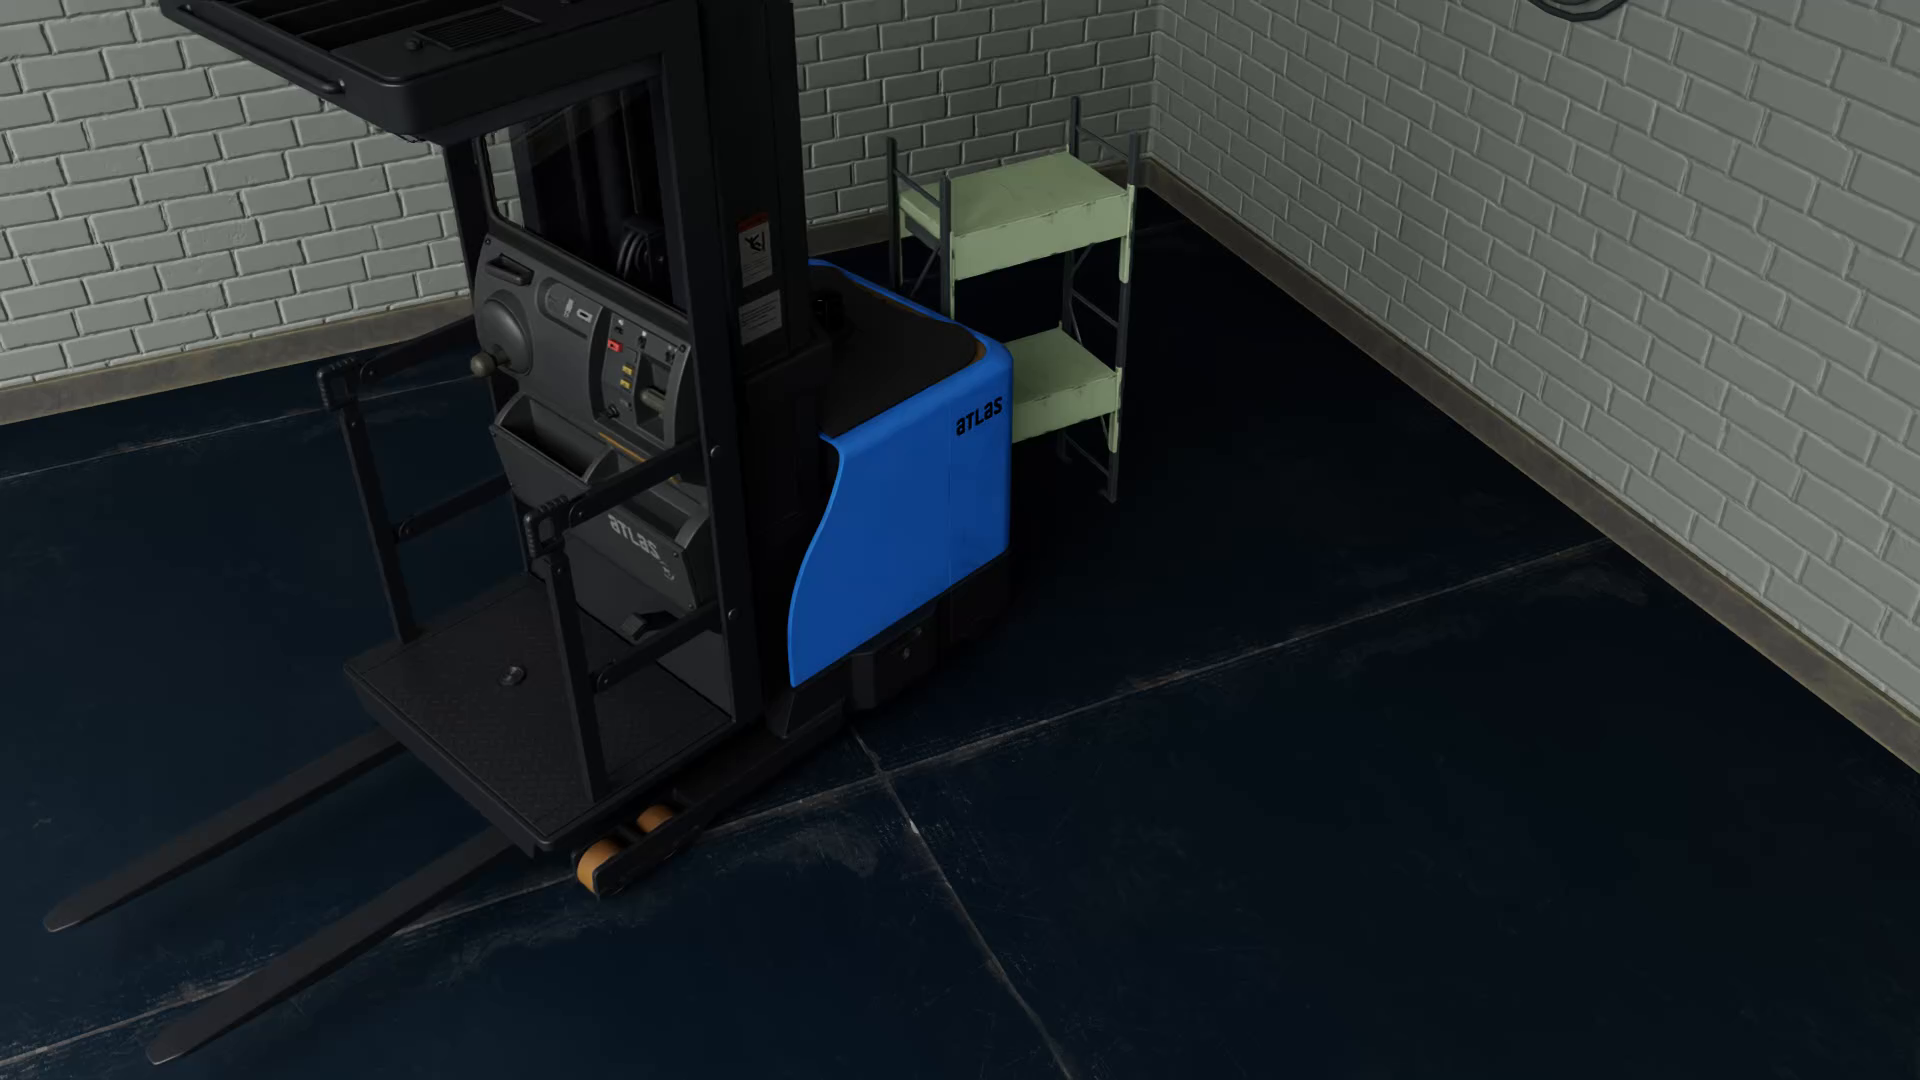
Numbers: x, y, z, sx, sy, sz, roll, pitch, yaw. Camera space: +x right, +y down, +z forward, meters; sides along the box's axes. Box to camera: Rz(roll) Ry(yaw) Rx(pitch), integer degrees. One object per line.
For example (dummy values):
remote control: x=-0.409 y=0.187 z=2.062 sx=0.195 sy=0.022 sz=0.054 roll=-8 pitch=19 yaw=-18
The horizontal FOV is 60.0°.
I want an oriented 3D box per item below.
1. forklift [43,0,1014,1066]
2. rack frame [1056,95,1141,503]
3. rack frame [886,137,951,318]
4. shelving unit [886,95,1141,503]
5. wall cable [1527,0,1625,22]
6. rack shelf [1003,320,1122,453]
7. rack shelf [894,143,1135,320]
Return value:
forklift: x=-1.193 y=-0.486 z=4.445 sx=1.130 sy=2.935 sz=3.031 roll=30 pitch=46 yaw=34
rack frame: x=0.497 y=-0.852 z=6.140 sx=0.023 sy=1.500 sz=0.400 roll=-19 pitch=41 yaw=-24
rack frame: x=-0.138 y=-0.635 z=5.847 sx=0.023 sy=1.500 sz=0.400 roll=-19 pitch=41 yaw=-24
shelving unit: x=0.180 y=-0.743 z=5.993 sx=0.755 sy=1.500 sz=0.431 roll=-19 pitch=41 yaw=-24
wall cable: x=1.572 y=-3.446 z=5.948 sx=0.112 sy=2.526 sz=3.097 roll=-16 pitch=39 yaw=-20
rack shelf: x=0.180 y=-0.482 z=6.187 sx=0.720 sy=0.370 sz=0.431 roll=-19 pitch=41 yaw=-24
rack shelf: x=0.180 y=-1.057 z=5.761 sx=0.720 sy=0.370 sz=0.431 roll=-19 pitch=41 yaw=-24
